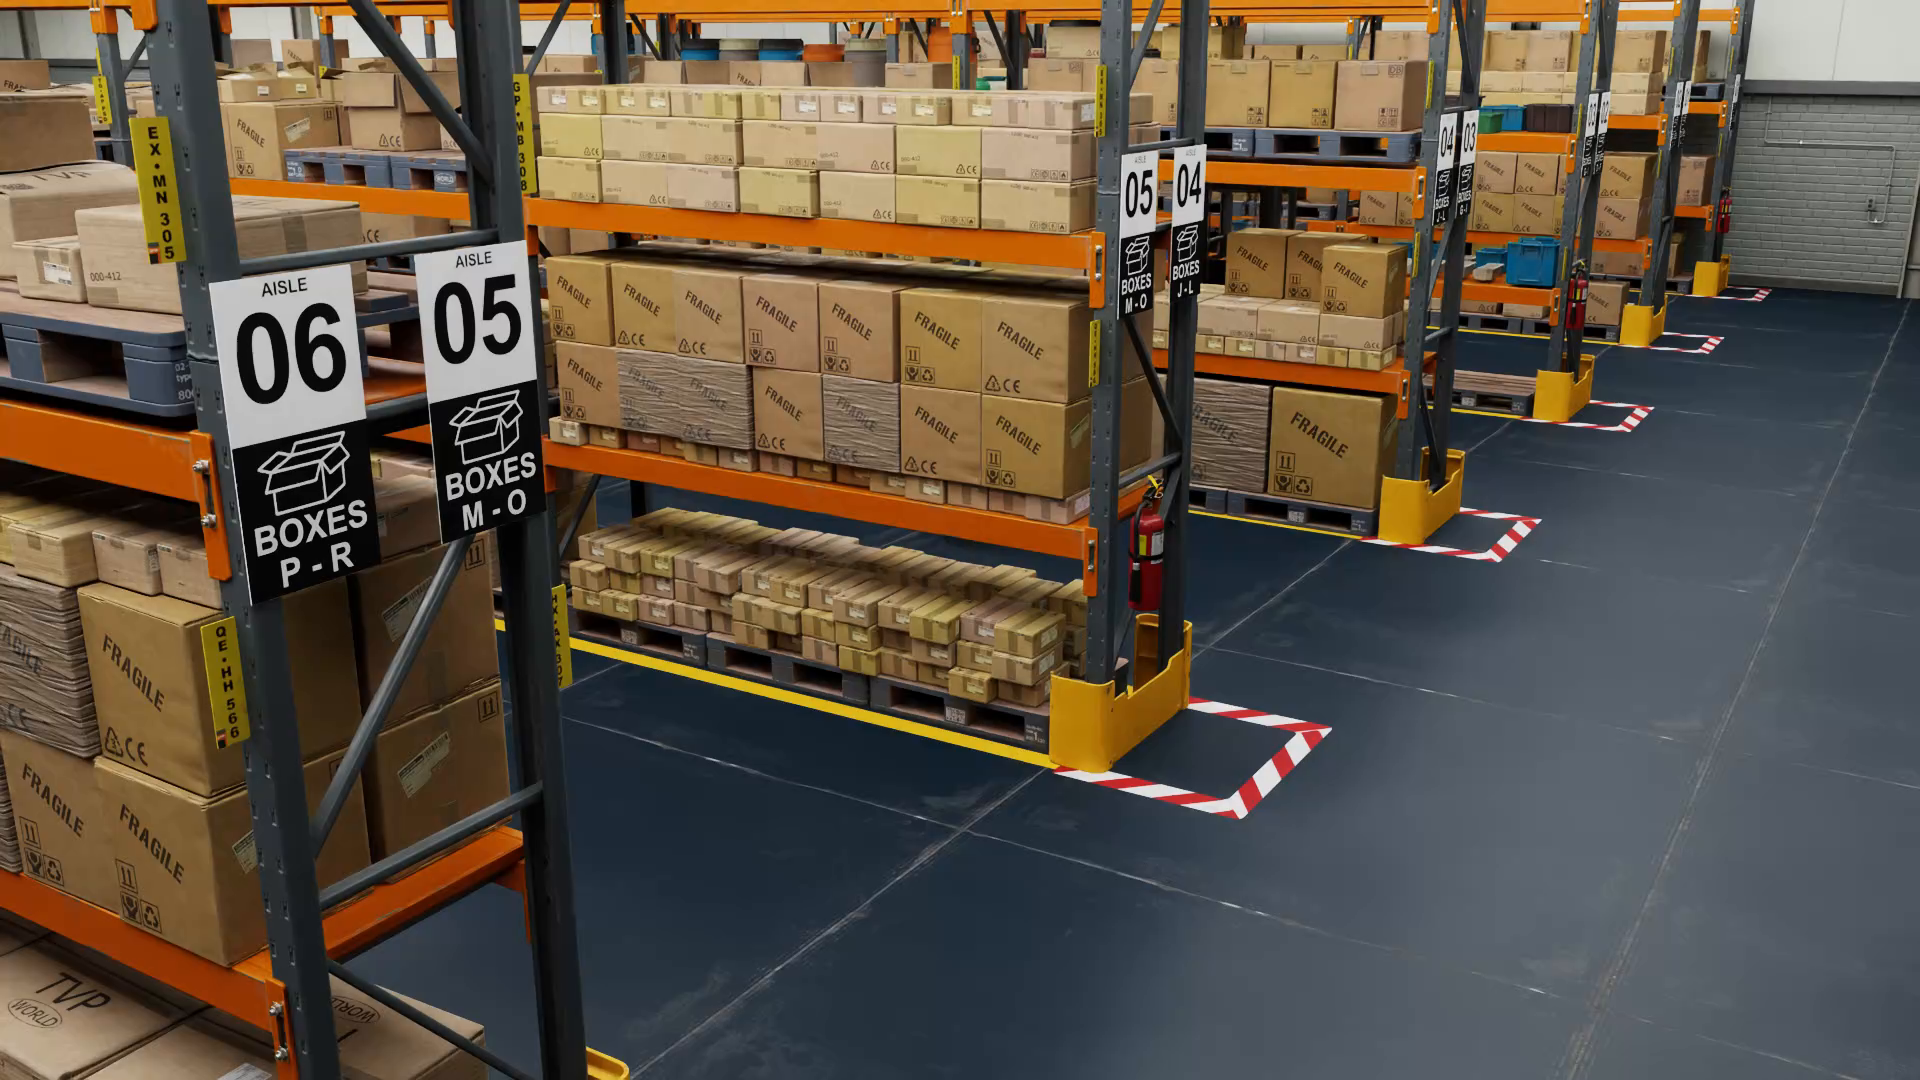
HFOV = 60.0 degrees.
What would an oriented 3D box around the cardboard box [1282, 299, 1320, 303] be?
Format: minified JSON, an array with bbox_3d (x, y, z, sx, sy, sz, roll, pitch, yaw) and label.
[{"bbox_3d":[2.941,-1.851,13.560,0.500,0.250,0.500,10,19,29],"label":"cardboard box"}]

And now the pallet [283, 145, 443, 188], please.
[{"bbox_3d":[-3.791,-2.581,11.380,1.003,0.211,1.213,10,20,30],"label":"pallet"}]

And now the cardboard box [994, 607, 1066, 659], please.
[{"bbox_3d":[0.389,0.511,9.198,0.250,0.149,0.380,10,20,31],"label":"cardboard box"}]

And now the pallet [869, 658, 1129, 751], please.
[{"bbox_3d":[0.234,0.840,9.751,1.213,0.211,1.003,10,20,30],"label":"pallet"}]

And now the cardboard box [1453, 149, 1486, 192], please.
[{"bbox_3d":[6.566,-4.853,21.803,0.500,0.500,0.500,9,19,28],"label":"cardboard box"}]

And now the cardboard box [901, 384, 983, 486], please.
[{"bbox_3d":[0.019,-0.624,9.092,0.500,0.500,0.500,10,19,29],"label":"cardboard box"}]

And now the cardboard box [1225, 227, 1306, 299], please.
[{"bbox_3d":[2.516,-2.286,13.701,0.500,0.500,0.500,10,19,29],"label":"cardboard box"}]

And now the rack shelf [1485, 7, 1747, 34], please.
[{"bbox_3d":[9.727,-7.882,25.274,4.000,0.370,1.077,10,20,30],"label":"rack shelf"}]

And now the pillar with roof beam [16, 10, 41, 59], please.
[{"bbox_3d":[-28.970,-14.152,43.989,0.400,9.000,9.100,10,20,30],"label":"pillar with roof beam"}]

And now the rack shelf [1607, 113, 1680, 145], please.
[{"bbox_3d":[7.138,-5.411,21.611,4.000,0.370,1.077,10,20,30],"label":"rack shelf"}]

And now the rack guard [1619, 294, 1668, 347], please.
[{"bbox_3d":[8.778,-2.831,21.342,0.348,0.500,1.175,10,20,30],"label":"rack guard"}]

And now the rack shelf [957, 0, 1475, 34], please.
[{"bbox_3d":[1.951,-4.202,13.158,4.000,0.370,1.077,10,20,30],"label":"rack shelf"}]

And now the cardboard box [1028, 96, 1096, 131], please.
[{"bbox_3d":[0.536,-2.121,8.255,0.250,0.149,0.380,10,20,30],"label":"cardboard box"}]

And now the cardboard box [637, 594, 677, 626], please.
[{"bbox_3d":[-1.828,0.405,10.569,0.250,0.149,0.380,10,20,30],"label":"cardboard box"}]

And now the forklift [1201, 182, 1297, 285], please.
[{"bbox_3d":[2.817,-2.678,16.654,1.130,2.935,3.031,6,18,19],"label":"forklift"}]

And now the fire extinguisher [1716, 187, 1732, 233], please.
[{"bbox_3d":[11.319,-4.891,24.595,0.183,0.674,0.296,10,20,30],"label":"fire extinguisher"}]

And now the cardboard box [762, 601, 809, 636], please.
[{"bbox_3d":[-0.976,0.428,9.981,0.250,0.149,0.380,10,20,31],"label":"cardboard box"}]

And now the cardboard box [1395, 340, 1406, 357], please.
[{"bbox_3d":[3.525,-1.579,13.349,0.250,0.149,0.380,10,20,31],"label":"cardboard box"}]

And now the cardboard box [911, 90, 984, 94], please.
[{"bbox_3d":[-0.066,-2.402,9.178,0.250,0.149,0.380,11,20,32],"label":"cardboard box"}]

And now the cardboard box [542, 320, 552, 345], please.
[{"bbox_3d":[-2.880,-1.337,10.806,0.250,0.149,0.380,11,20,33],"label":"cardboard box"}]

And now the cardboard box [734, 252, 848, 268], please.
[{"bbox_3d":[-1.021,-1.464,10.135,0.500,0.500,0.500,11,20,31],"label":"cardboard box"}]

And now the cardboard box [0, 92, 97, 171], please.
[{"bbox_3d":[-3.171,-1.184,5.392,0.500,0.500,0.500,11,20,31],"label":"cardboard box"}]

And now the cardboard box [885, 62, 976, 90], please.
[{"bbox_3d":[-0.253,-3.941,14.640,0.500,0.500,0.700,11,20,31],"label":"cardboard box"}]

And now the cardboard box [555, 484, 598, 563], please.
[{"bbox_3d":[-2.926,-0.141,11.764,0.500,0.500,0.500,11,20,32],"label":"cardboard box"}]

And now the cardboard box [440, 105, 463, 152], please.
[{"bbox_3d":[-3.076,-2.738,11.003,0.500,0.311,0.500,10,19,29],"label":"cardboard box"}]

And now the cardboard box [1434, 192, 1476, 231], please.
[{"bbox_3d":[6.589,-4.373,21.946,0.500,0.500,0.500,10,20,30],"label":"cardboard box"}]

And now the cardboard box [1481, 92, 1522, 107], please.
[{"bbox_3d":[6.996,-5.624,21.332,0.500,0.250,0.500,10,20,30],"label":"cardboard box"}]

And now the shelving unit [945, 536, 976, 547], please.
[{"bbox_3d":[0.046,-0.494,12.702,0.252,1.050,0.215,10,20,30],"label":"shelving unit"}]

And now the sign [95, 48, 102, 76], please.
[{"bbox_3d":[-10.263,-5.716,19.872,0.005,0.325,0.100,10,20,30],"label":"sign"}]

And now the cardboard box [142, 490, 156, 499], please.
[{"bbox_3d":[-2.596,-0.220,5.438,0.250,0.149,0.380,10,20,31],"label":"cardboard box"}]

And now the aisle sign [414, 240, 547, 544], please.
[{"bbox_3d":[-1.318,-0.413,4.609,0.004,0.787,0.394,10,20,30],"label":"aisle sign"}]

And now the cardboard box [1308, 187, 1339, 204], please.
[{"bbox_3d":[5.147,-5.001,23.288,0.500,0.500,0.700,4,17,12],"label":"cardboard box"}]

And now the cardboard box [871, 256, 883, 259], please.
[{"bbox_3d":[-0.713,-2.300,15.119,0.500,0.500,0.500,11,20,32],"label":"cardboard box"}]

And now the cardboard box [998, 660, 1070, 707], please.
[{"bbox_3d":[0.415,0.785,9.319,0.250,0.149,0.380,11,20,31],"label":"cardboard box"}]

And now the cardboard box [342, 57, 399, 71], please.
[{"bbox_3d":[-6.222,-4.978,18.047,0.637,0.503,0.797,9,19,27],"label":"cardboard box"}]

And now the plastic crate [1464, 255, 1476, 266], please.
[{"bbox_3d":[5.401,-2.984,17.894,0.298,0.136,0.250,10,20,30],"label":"plastic crate"}]

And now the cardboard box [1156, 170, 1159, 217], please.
[{"bbox_3d":[0.724,-1.845,8.892,0.500,0.250,0.500,11,20,32],"label":"cardboard box"}]

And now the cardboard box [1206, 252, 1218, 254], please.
[{"bbox_3d":[3.585,-3.873,24.016,0.500,0.500,0.500,9,19,28],"label":"cardboard box"}]

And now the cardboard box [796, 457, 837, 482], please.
[{"bbox_3d":[-0.739,-0.463,9.678,0.250,0.149,0.380,11,20,31],"label":"cardboard box"}]

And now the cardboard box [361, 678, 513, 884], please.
[{"bbox_3d":[-1.790,0.699,5.246,0.500,0.500,0.500,10,20,30],"label":"cardboard box"}]

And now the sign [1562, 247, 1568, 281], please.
[{"bbox_3d":[5.973,-2.729,16.424,0.005,0.325,0.100,10,20,30],"label":"sign"}]

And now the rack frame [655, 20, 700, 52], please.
[{"bbox_3d":[-4.792,-9.320,28.081,0.127,3.000,1.000,10,20,30],"label":"rack frame"}]

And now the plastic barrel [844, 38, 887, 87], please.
[{"bbox_3d":[-1.156,-5.860,20.990,0.600,0.901,0.600,0,17,0],"label":"plastic barrel"}]

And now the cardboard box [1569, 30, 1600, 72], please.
[{"bbox_3d":[8.014,-6.149,20.909,0.500,0.500,0.700,10,20,30],"label":"cardboard box"}]

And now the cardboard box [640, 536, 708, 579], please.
[{"bbox_3d":[-1.805,0.107,10.528,0.250,0.149,0.380,10,19,29],"label":"cardboard box"}]

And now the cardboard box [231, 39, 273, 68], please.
[{"bbox_3d":[-8.526,-5.688,19.742,0.500,0.500,0.500,10,20,30],"label":"cardboard box"}]

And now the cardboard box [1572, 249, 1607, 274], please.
[{"bbox_3d":[9.928,-4.482,26.055,0.500,0.500,0.700,9,19,28],"label":"cardboard box"}]

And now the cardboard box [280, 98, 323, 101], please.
[{"bbox_3d":[-4.792,-2.953,12.109,0.500,0.500,0.500,10,20,30],"label":"cardboard box"}]

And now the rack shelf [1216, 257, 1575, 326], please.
[{"bbox_3d":[4.543,-2.750,18.010,4.000,0.370,1.077,10,20,30],"label":"rack shelf"}]

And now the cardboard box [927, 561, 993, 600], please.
[{"bbox_3d":[0.004,0.265,10.006,0.250,0.149,0.380,9,19,27],"label":"cardboard box"}]

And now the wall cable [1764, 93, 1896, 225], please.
[{"bbox_3d":[13.018,-5.769,24.964,1.851,1.984,0.084,10,20,30],"label":"wall cable"}]

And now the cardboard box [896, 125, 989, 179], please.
[{"bbox_3d":[0.011,-2.037,8.664,0.500,0.250,0.500,10,19,29],"label":"cardboard box"}]

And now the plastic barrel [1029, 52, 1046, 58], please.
[{"bbox_3d":[1.020,-5.475,19.629,0.433,0.535,0.433,0,17,0],"label":"plastic barrel"}]

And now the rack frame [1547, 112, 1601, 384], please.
[{"bbox_3d":[6.247,-2.790,16.904,0.127,3.000,1.000,10,20,30],"label":"rack frame"}]

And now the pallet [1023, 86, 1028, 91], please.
[{"bbox_3d":[1.400,-6.659,24.805,1.003,0.211,1.213,11,20,33],"label":"pallet"}]

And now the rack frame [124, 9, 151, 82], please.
[{"bbox_3d":[-9.979,-6.867,20.006,0.127,3.000,1.000,10,20,30],"label":"rack frame"}]

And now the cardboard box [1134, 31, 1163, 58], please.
[{"bbox_3d":[2.828,-7.049,23.872,0.500,0.500,0.500,10,20,30],"label":"cardboard box"}]
